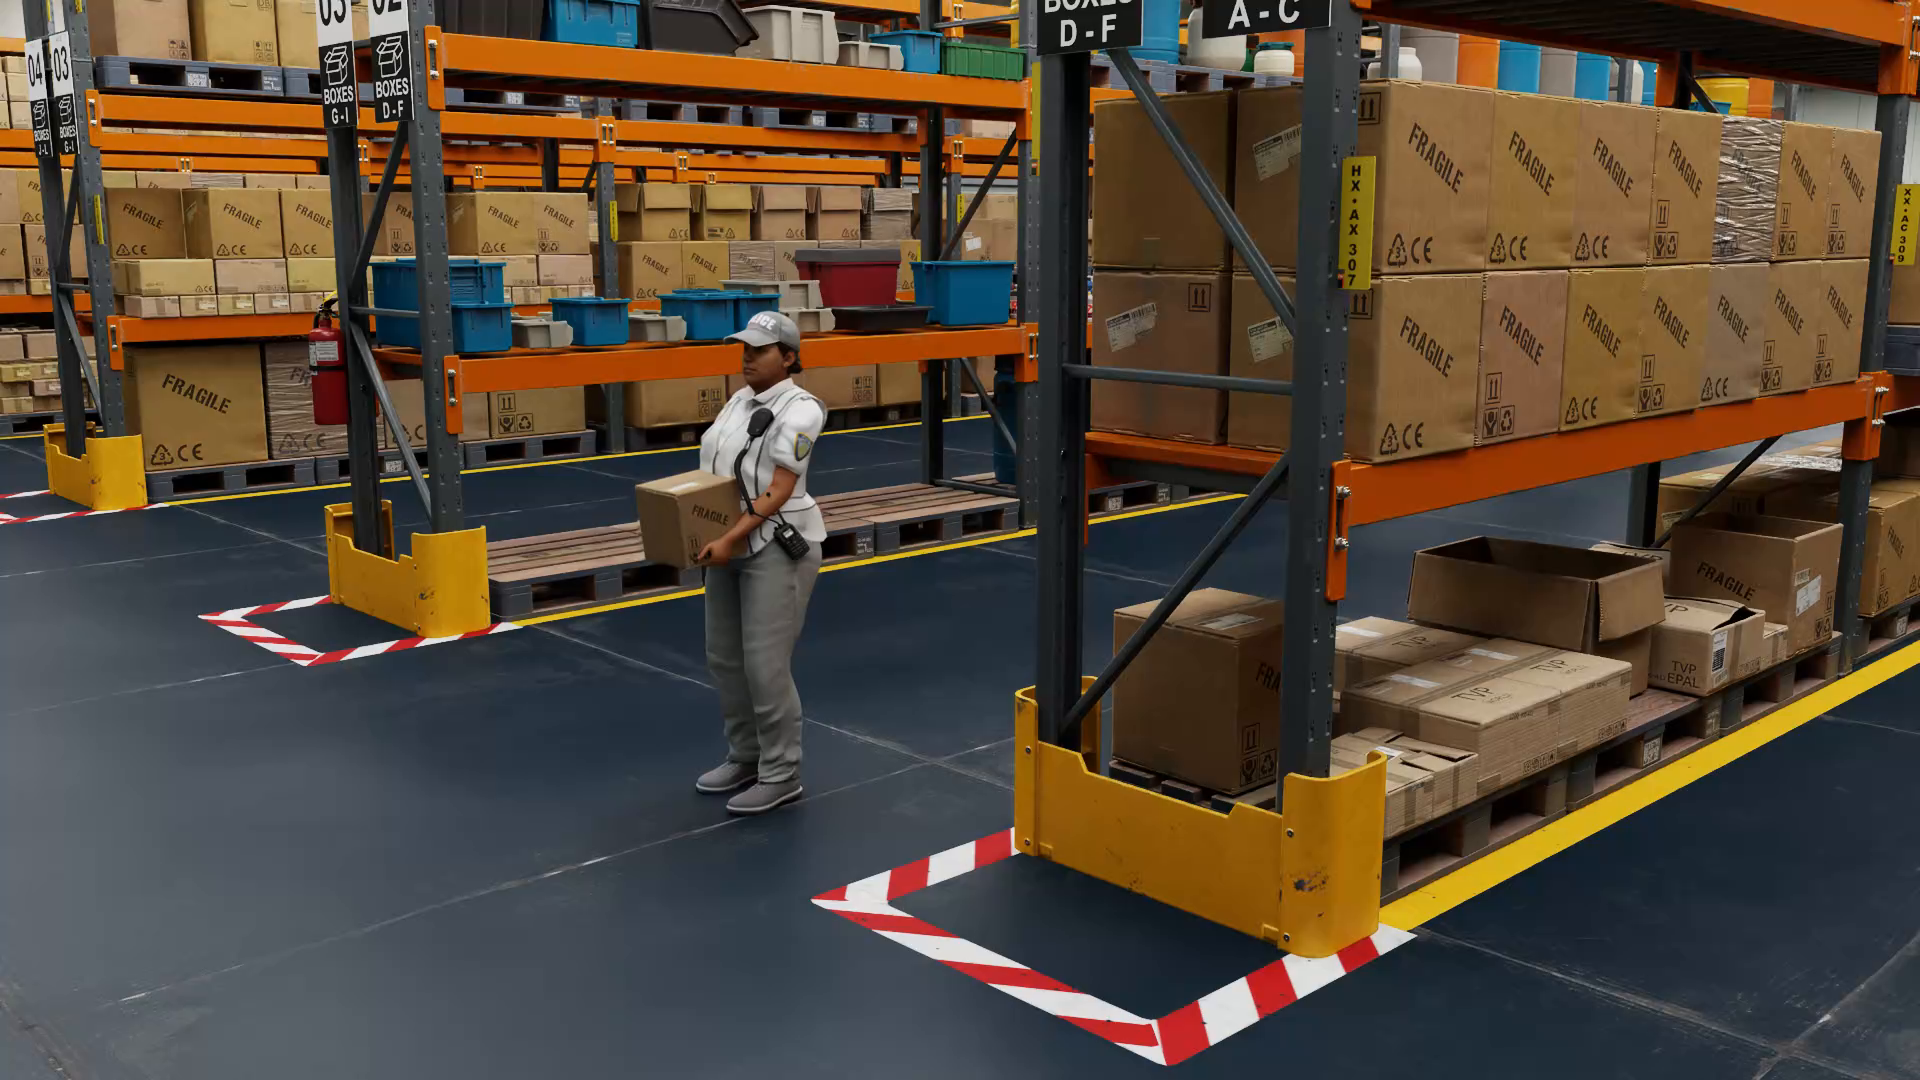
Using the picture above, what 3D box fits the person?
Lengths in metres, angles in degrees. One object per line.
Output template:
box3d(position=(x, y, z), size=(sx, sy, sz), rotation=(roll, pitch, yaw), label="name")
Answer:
box3d(position=(-0.725, 0.070, 5.576), size=(0.535, 1.655, 0.454), rotation=(-10, 14, -42), label="person")
